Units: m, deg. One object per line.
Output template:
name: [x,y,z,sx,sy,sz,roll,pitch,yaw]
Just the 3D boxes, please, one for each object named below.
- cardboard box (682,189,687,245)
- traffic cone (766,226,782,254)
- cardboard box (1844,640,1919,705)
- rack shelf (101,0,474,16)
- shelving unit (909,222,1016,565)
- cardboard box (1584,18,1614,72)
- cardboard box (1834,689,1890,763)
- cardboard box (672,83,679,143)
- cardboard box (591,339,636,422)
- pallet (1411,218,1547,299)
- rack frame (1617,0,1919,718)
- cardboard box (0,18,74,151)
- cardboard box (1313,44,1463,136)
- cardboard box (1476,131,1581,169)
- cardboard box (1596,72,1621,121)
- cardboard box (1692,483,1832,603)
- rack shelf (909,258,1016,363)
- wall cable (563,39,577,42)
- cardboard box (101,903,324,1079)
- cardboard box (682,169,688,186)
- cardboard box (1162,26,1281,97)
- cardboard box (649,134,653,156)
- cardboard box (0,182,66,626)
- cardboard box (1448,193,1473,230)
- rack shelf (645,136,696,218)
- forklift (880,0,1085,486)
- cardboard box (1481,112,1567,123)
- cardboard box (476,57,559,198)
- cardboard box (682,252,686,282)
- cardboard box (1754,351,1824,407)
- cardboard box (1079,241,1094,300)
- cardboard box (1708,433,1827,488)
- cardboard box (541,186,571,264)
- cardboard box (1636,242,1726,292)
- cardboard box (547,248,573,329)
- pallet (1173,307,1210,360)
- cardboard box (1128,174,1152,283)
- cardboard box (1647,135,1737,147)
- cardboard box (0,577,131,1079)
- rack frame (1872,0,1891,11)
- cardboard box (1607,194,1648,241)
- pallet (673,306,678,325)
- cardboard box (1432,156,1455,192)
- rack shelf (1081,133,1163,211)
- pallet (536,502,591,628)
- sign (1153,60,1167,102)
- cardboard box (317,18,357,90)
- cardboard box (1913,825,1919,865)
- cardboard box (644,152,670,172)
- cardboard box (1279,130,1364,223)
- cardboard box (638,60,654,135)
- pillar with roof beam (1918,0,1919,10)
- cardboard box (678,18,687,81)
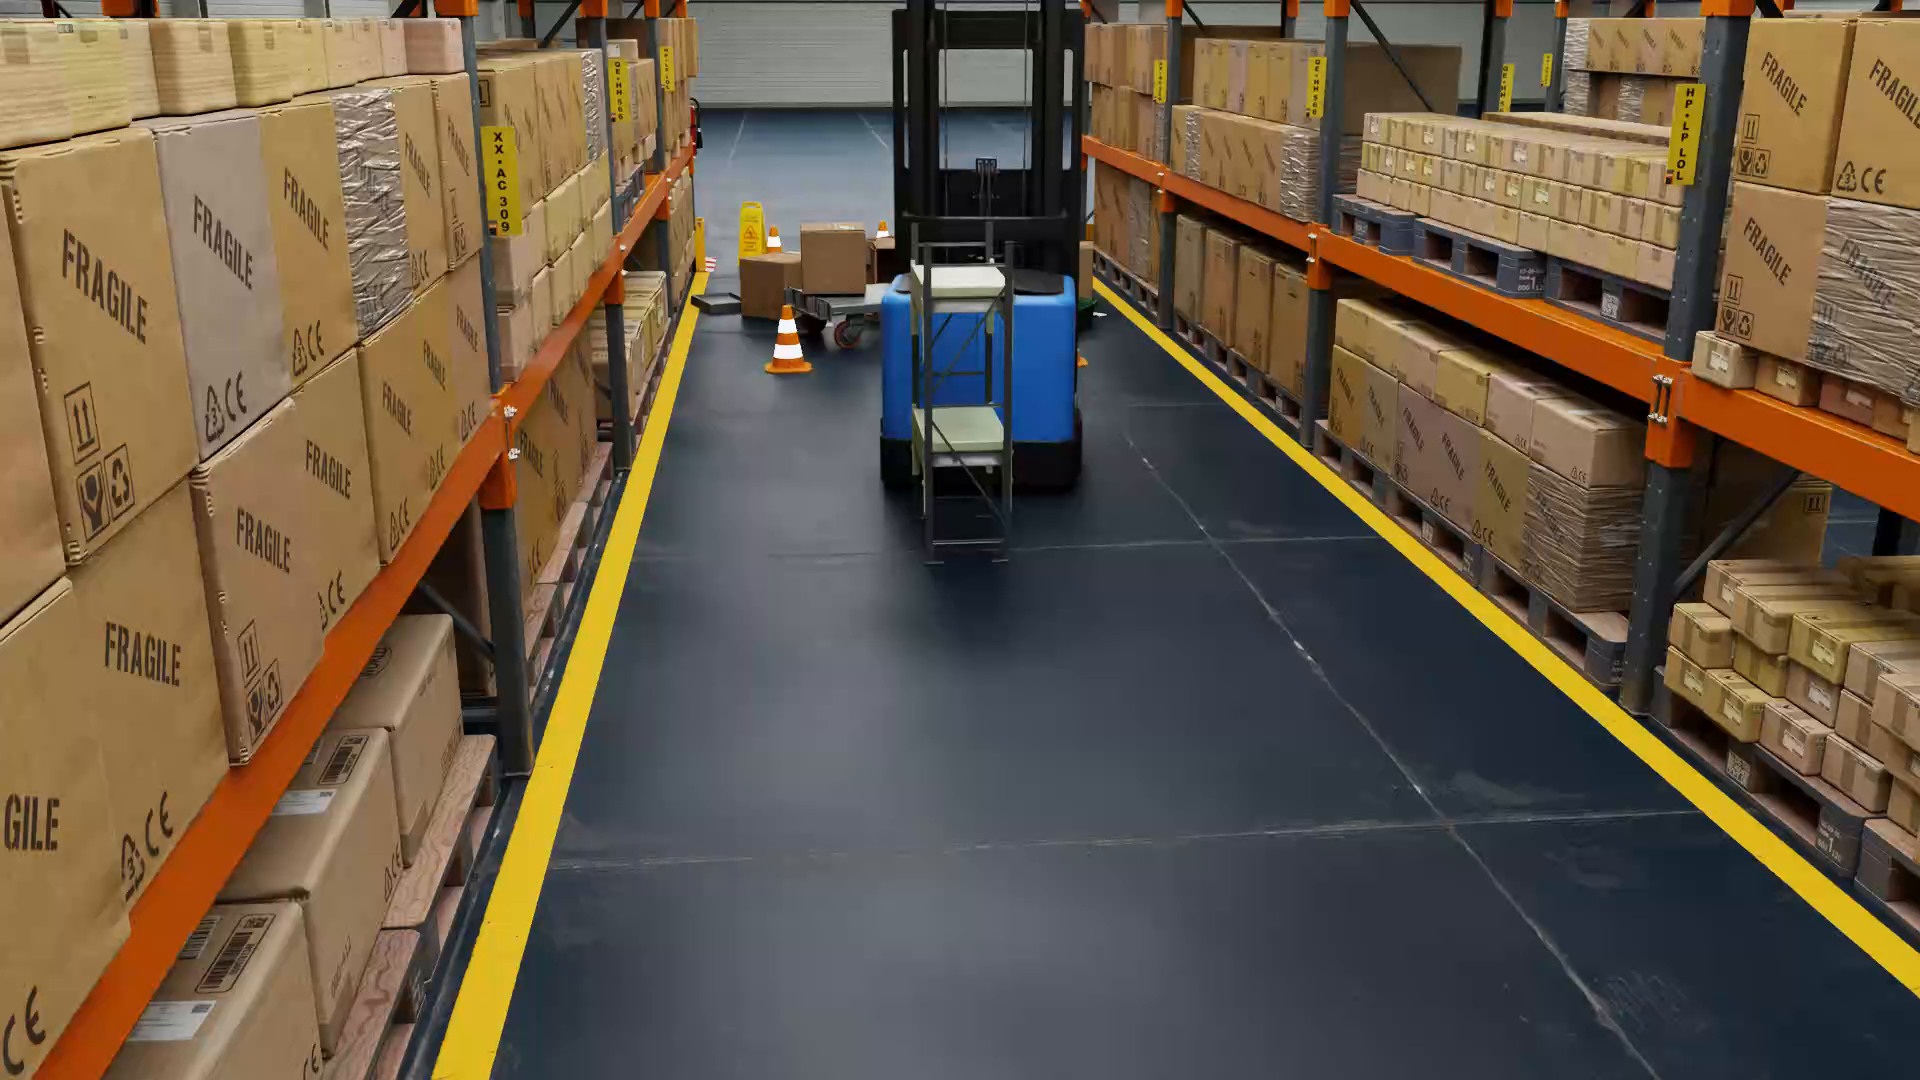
cardboard box: [-2.747,-2.913,15.087,0.500,0.500,0.500,-2,18,-7]
traffic cone: [-1.863,-2.905,16.658,0.336,0.463,0.334,-2,18,-6]
cardboard box: [2.884,0.408,4.934,0.380,0.149,0.250,-2,18,-7]
rack shelf: [-1.747,-1.121,2.932,1.077,0.370,4.000,-2,18,-6]
shelving unit: [-0.001,-0.718,7.959,0.431,1.500,0.755,-2,18,-6]
cardboard box: [6.497,-4.855,16.301,0.500,0.500,0.500,-2,18,-6]
cardboard box: [2.880,0.549,4.983,0.380,0.149,0.250,-3,18,-8]
cardboard box: [-2.660,-3.640,14.100,0.500,0.500,0.500,-2,18,-6]
cardboard box: [-2.414,-0.936,9.835,0.950,0.372,0.625,-3,18,-9]
pallet: [2.792,-1.323,7.704,1.003,0.211,1.213,-2,18,-6]
rack frame: [2.960,-0.812,5.754,1.000,3.000,0.127,-2,18,-6]
cardboard box: [-1.312,-0.542,1.977,0.380,0.149,0.250,-1,17,-4]
cardboard box: [2.511,-2.662,9.812,0.700,0.500,0.500,-2,18,-6]
cardboard box: [2.562,-1.758,7.494,0.380,0.149,0.250,-2,18,-6]
cardboard box: [6.867,-4.390,16.487,0.875,0.500,0.500,-2,18,-6]
cardboard box: [3.148,-0.048,6.793,0.500,0.500,0.500,-1,17,-3]
rack shelf: [-0.001,-1.090,7.842,0.431,0.370,0.720,-2,18,-6]
wall cable: [-11.035,-15.051,46.280,3.097,2.526,0.112,-2,18,-6]
cardboard box: [-1.811,1.119,3.180,0.875,0.438,0.875,-1,17,-4]
cardboard box: [-2.721,-3.347,15.383,0.380,0.149,0.250,-1,17,-5]
cardboard box: [2.131,-3.893,13.515,0.875,0.550,0.550,-2,18,-6]
cardboard box: [-2.379,-2.793,11.784,0.380,0.149,0.250,-2,18,-7]
cardboard box: [-1.307,-0.113,1.694,0.500,0.500,0.500,-2,18,-7]
cardboard box: [2.532,-1.549,7.822,0.380,0.149,0.250,-2,17,-5]
rack shelf: [-2.985,-3.265,14.769,1.077,0.370,4.000,-2,18,-6]
forklift: [0.174,-2.079,9.906,1.130,2.935,3.031,1,17,3]
cardboard box: [3.054,-2.236,9.016,0.380,0.149,0.250,-2,18,-8]
cardboard box: [-1.842,-1.593,6.409,0.500,0.500,0.500,-2,18,-7]
cardboard box: [-2.694,-2.401,14.707,0.500,0.250,0.500,-2,18,-6]
cardboard box: [2.764,-0.522,5.253,0.380,0.149,0.250,-1,17,-4]
cardboard box: [0.954,-2.434,15.092,0.500,0.500,0.500,1,17,4]
cardboard box: [3.147,-0.405,6.681,0.500,0.250,0.500,-3,18,-8]
cardboard box: [-1.825,-1.241,6.538,0.500,0.250,0.500,-2,17,-5]
cardboard box: [2.722,-1.004,6.086,0.380,0.149,0.250,-2,18,-7]
cardboard box: [-1.828,-1.003,6.616,0.500,0.250,0.500,-2,18,-6]
pallet: [2.289,-1.637,13.039,1.003,0.211,1.213,-2,18,-6]
cardboard box: [2.043,-2.840,15.060,0.875,0.875,0.875,-2,18,-5]
cardboard box: [3.243,-1.693,7.286,0.380,0.149,0.250,-1,17,-4]
cardboard box: [-1.305,0.364,1.844,0.500,0.500,0.500,-2,18,-6]
rack frame: [7.079,-3.318,13.738,1.000,3.000,0.127,-2,18,-6]
cardboard box: [2.694,-1.225,6.292,0.380,0.149,0.250,-2,18,-5]
pallet: [-2.883,-1.881,13.815,1.003,0.211,1.213,-2,18,-6]
cardboard box: [2.510,-1.766,8.016,0.380,0.149,0.250,-2,18,-6]
rack shelf: [1.929,-3.448,15.352,1.077,0.370,4.000,-2,18,-6]
pallet: [-2.237,0.110,7.474,1.003,0.211,1.213,-2,18,-6]
sign: [1.583,-3.628,13.149,0.100,0.325,0.005,-2,18,-6]
cardboard box: [-1.564,-1.076,3.677,0.380,0.149,0.250,-2,18,-6]
cardboard box: [2.852,0.852,4.514,0.380,0.149,0.250,-2,18,-7]
cardboard box: [-2.492,-2.996,13.131,0.380,0.149,0.250,-2,18,-6]
cardboard box: [2.234,-2.177,9.936,0.500,0.500,0.500,-2,18,-6]
cardboard box: [-2.450,-3.124,11.755,0.500,0.500,0.500,-2,18,-5]
pillar with roof beam: [16.241,-12.879,34.177,9.100,9.000,0.400,-2,18,-6]
cardboard box: [-2.664,-4.120,13.959,0.700,0.500,0.500,-2,18,-7]
